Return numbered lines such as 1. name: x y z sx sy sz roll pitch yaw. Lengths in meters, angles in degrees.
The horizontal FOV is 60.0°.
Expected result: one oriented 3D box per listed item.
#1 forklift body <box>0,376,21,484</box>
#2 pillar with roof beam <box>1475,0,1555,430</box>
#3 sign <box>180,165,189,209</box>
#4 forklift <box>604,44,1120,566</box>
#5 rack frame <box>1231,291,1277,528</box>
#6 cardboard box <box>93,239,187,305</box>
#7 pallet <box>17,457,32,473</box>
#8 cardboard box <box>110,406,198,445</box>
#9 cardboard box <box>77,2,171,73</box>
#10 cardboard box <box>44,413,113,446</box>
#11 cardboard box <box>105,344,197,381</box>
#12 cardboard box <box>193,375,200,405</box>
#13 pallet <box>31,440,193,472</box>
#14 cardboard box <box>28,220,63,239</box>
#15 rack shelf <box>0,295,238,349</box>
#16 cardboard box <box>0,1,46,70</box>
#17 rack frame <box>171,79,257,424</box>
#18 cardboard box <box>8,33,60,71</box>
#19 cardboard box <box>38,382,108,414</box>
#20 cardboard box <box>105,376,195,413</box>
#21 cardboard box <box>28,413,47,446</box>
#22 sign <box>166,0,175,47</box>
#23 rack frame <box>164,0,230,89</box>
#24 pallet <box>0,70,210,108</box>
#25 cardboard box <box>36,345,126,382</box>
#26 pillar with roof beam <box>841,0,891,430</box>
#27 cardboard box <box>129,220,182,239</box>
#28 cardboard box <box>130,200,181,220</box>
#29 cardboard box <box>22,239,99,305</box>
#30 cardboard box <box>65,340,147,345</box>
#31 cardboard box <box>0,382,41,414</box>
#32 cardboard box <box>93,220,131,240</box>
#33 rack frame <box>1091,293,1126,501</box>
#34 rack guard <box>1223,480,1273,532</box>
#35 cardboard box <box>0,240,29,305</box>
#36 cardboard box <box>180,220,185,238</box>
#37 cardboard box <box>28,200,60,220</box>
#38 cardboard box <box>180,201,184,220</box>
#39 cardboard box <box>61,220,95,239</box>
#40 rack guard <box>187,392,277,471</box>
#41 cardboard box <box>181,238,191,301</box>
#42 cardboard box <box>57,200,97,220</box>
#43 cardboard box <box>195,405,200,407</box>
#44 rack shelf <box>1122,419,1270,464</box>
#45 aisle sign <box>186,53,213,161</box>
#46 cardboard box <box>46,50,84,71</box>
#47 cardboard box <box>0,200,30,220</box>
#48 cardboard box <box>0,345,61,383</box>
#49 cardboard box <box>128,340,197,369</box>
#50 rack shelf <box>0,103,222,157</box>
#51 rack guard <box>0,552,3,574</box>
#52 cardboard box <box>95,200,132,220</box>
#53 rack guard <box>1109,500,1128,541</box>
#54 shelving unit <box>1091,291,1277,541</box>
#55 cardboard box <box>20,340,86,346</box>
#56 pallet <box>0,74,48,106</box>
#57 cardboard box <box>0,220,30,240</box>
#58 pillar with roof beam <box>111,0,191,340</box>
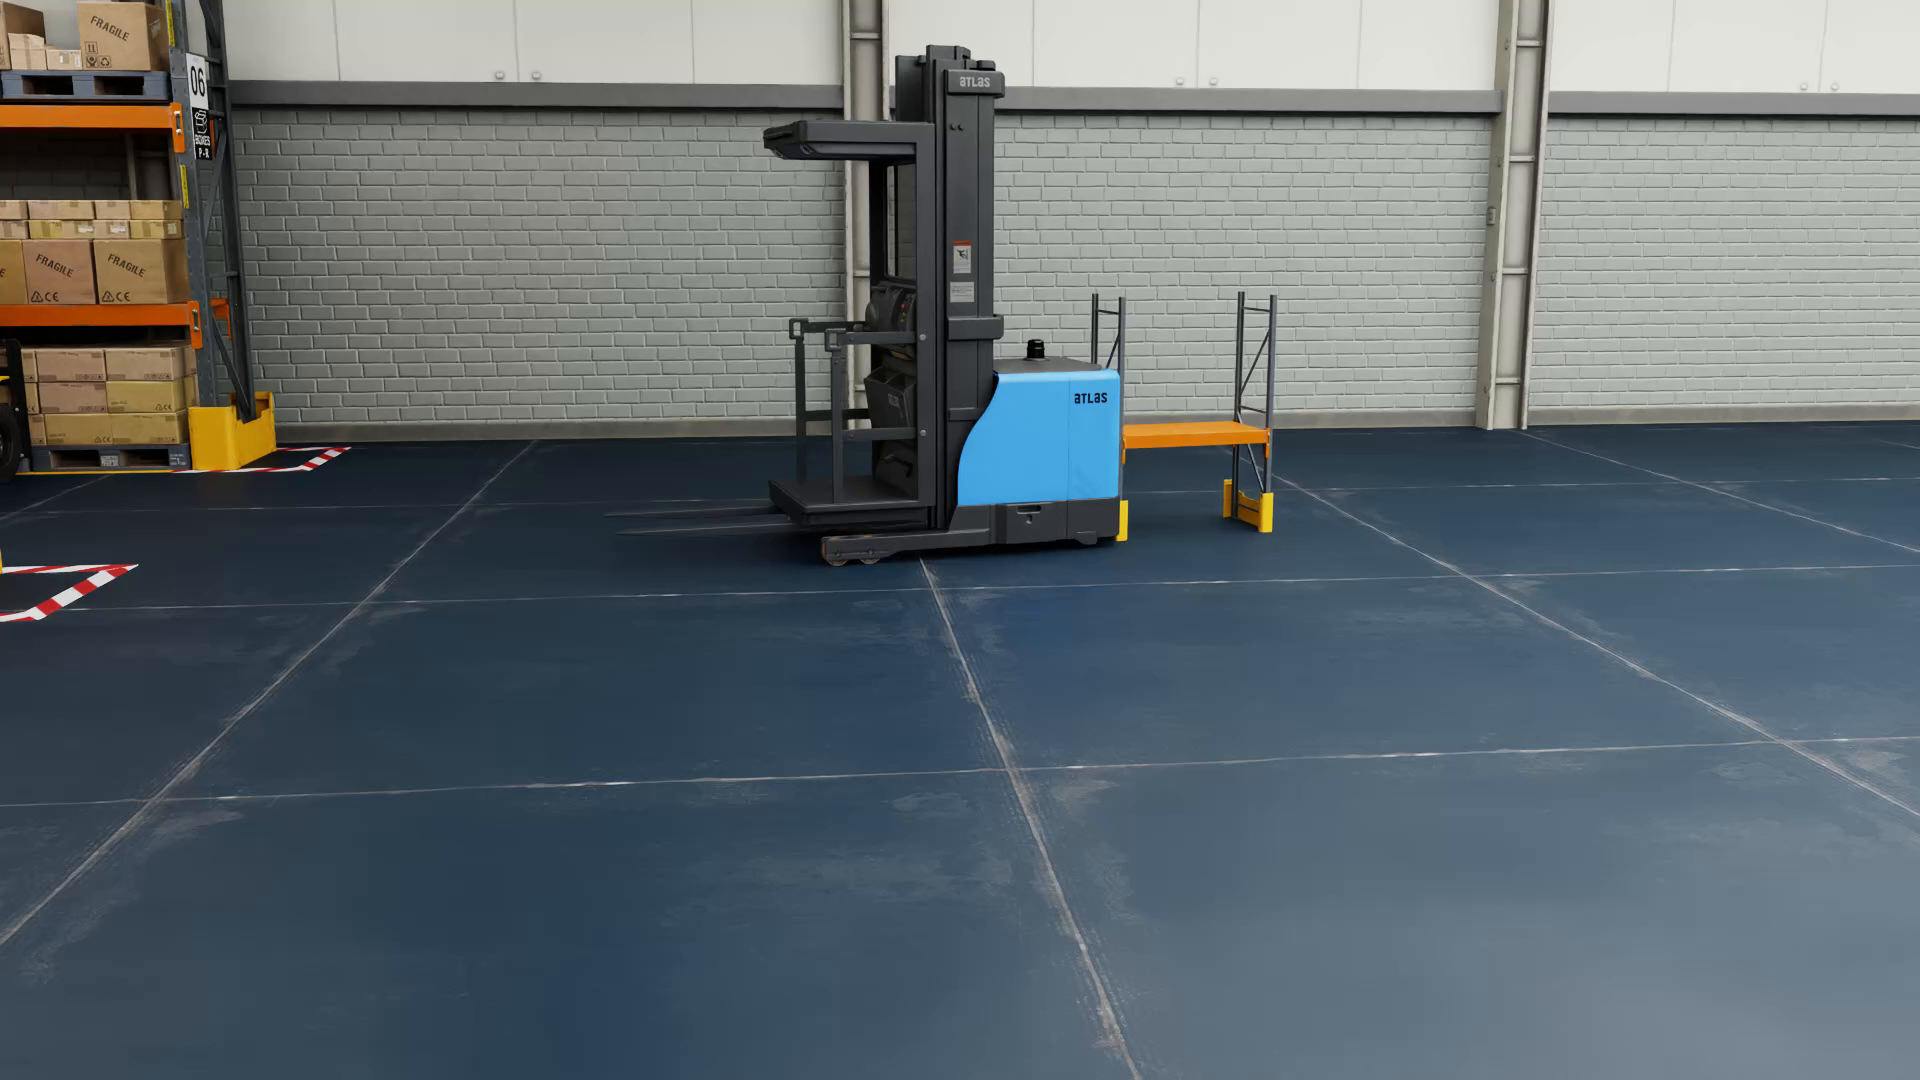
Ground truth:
1. forklift body: -7.691 -1.328 11.548 1.214 2.155 2.313 -1 11 -6
2. pillar with roof beam: 5.602 -4.660 10.746 0.400 9.000 9.100 -1 11 -6
3. sign: -5.958 -2.714 12.782 0.005 0.325 0.100 -1 11 -6
4. forklift: -0.598 -1.402 9.902 3.031 2.935 1.130 -3 12 -17
5. rack frame: 1.898 -0.841 10.758 0.032 1.500 0.500 -3 12 -16
6. cardboard box: -6.464 -2.122 13.129 0.500 0.500 0.500 -1 11 -7
7. pallet: -7.969 -0.717 13.468 1.213 0.211 1.003 -1 11 -6
8. cardboard box: -6.436 -0.921 13.314 0.500 0.250 0.500 -1 11 -6
9. cardboard box: -6.417 -3.854 12.813 0.500 0.500 0.500 -1 11 -4
10. cardboard box: -6.931 -0.912 13.270 0.500 0.250 0.500 -1 11 -6
11. cardboard box: -6.427 -1.412 13.222 0.500 0.250 0.500 -1 11 -4
12. cardboard box: -6.493 -1.266 13.776 0.500 0.250 0.500 -1 11 -5
13. pallet: -6.759 -0.742 13.594 1.213 0.211 1.003 -1 11 -6
14. cardboard box: -7.080 -2.433 13.026 0.250 0.149 0.380 -1 11 -6
15. rack shelf: -7.991 -1.739 13.304 4.000 0.370 1.077 -1 11 -6
16. cardboard box: -7.446 -3.852 12.802 0.500 0.500 0.700 -1 11 -6
17. rack frame: -6.003 -2.134 13.447 0.127 3.000 1.000 -1 11 -6
18. cardboard box: -7.046 -3.714 12.710 0.258 0.266 0.396 -1 11 -6
19. cardboard box: -6.953 -1.158 13.224 0.500 0.250 0.500 -1 11 -7
20. cardboard box: -6.453 -1.166 13.267 0.500 0.250 0.500 -1 11 -7
21. cardboard box: -7.430 -0.903 13.226 0.500 0.250 0.500 -1 11 -5
22. sign: -5.958 -3.897 12.549 0.005 0.325 0.100 -1 11 -6
23. rack frame: -6.003 -5.078 12.868 0.127 3.000 1.000 -1 11 -6
24. pallet: -6.709 -3.553 13.117 1.213 0.211 1.003 -1 11 -6
25. cardboard box: -6.934 -1.400 13.162 0.500 0.250 0.500 -1 11 -5
26. pillar with roof beam: -0.363 -4.535 10.110 0.400 9.000 9.100 -1 11 -6
27. cardboard box: -6.317 -2.440 13.065 0.250 0.149 0.380 -1 11 -5
28. cardboard box: -6.336 -2.599 13.103 0.250 0.149 0.380 -1 11 -6
29. cardboard box: -6.981 -2.113 13.083 0.500 0.500 0.500 -1 11 -4
30. cardboard box: -6.997 -1.497 13.653 0.500 0.250 0.500 -1 11 -6
31. cardboard box: -7.464 -1.143 13.149 0.500 0.250 0.500 -1 11 -7
32. cardboard box: -6.568 -2.429 13.009 0.250 0.149 0.380 -1 11 -5
33. rack frame: 0.923 -0.785 10.473 0.032 1.500 0.500 -3 12 -16
34. rack guard: 1.879 -0.227 10.873 0.087 0.250 0.587 -3 12 -16
35. cardboard box: -7.490 -2.103 13.028 0.500 0.500 0.500 -1 11 -7
36. cardboard box: -6.368 -2.544 13.592 0.250 0.149 0.380 -1 11 -8
37. cardboard box: -7.091 -2.587 13.038 0.250 0.149 0.380 -1 11 -6
38. cardboard box: -6.360 -2.681 13.519 0.250 0.149 0.380 -1 11 -7
39. cardboard box: -6.833 -2.436 13.041 0.250 0.149 0.380 -1 11 -5
40. rack guard: -5.979 -0.908 13.691 0.348 0.500 1.175 -1 11 -6
41. cardboard box: -6.525 -2.226 13.656 0.500 0.500 0.500 -1 11 -4
42. cardboard box: -6.835 -2.578 12.992 0.250 0.149 0.380 -1 11 -5
43. cardboard box: -6.512 -1.018 13.810 0.500 0.250 0.500 -1 11 -6
44. rack shelf: 1.410 -0.637 10.650 1.000 0.185 0.538 -3 12 -16
45. aisle sign: -5.906 -3.355 12.917 0.004 0.787 0.394 -1 11 -6
46. cardboard box: -6.794 -3.662 12.748 0.250 0.149 0.380 -2 11 -8
47. cardboard box: -7.338 -2.560 12.902 0.250 0.149 0.380 -1 11 -5
48. cardboard box: -7.435 -1.388 13.099 0.500 0.250 0.500 -1 11 -5
49. cardboard box: -6.501 -1.508 13.709 0.500 0.250 0.500 -1 11 -7
50. rack shelf: -7.991 -3.211 13.015 4.000 0.370 1.077 -1 11 -6
51. rack guard: -5.539 0.046 8.838 0.348 0.500 1.175 -1 11 -6
52. cardboard box: -6.578 -2.588 13.046 0.250 0.149 0.380 -1 11 -6
53. rack guard: 0.924 -0.172 10.594 0.087 0.250 0.587 -3 12 -16
54. shelving unit: 1.402 -0.813 10.613 1.083 1.500 0.587 -3 12 -16
55. cardboard box: -7.496 -1.488 13.610 0.500 0.250 0.500 -1 11 -6
56. pallet: -7.924 -3.527 12.984 1.213 0.211 1.003 -1 11 -6
57. cardboard box: -7.341 -2.418 12.951 0.250 0.149 0.380 -2 11 -8
58. pillar with roof beam: -6.327 -4.410 9.474 0.400 9.000 9.100 -1 11 -6
